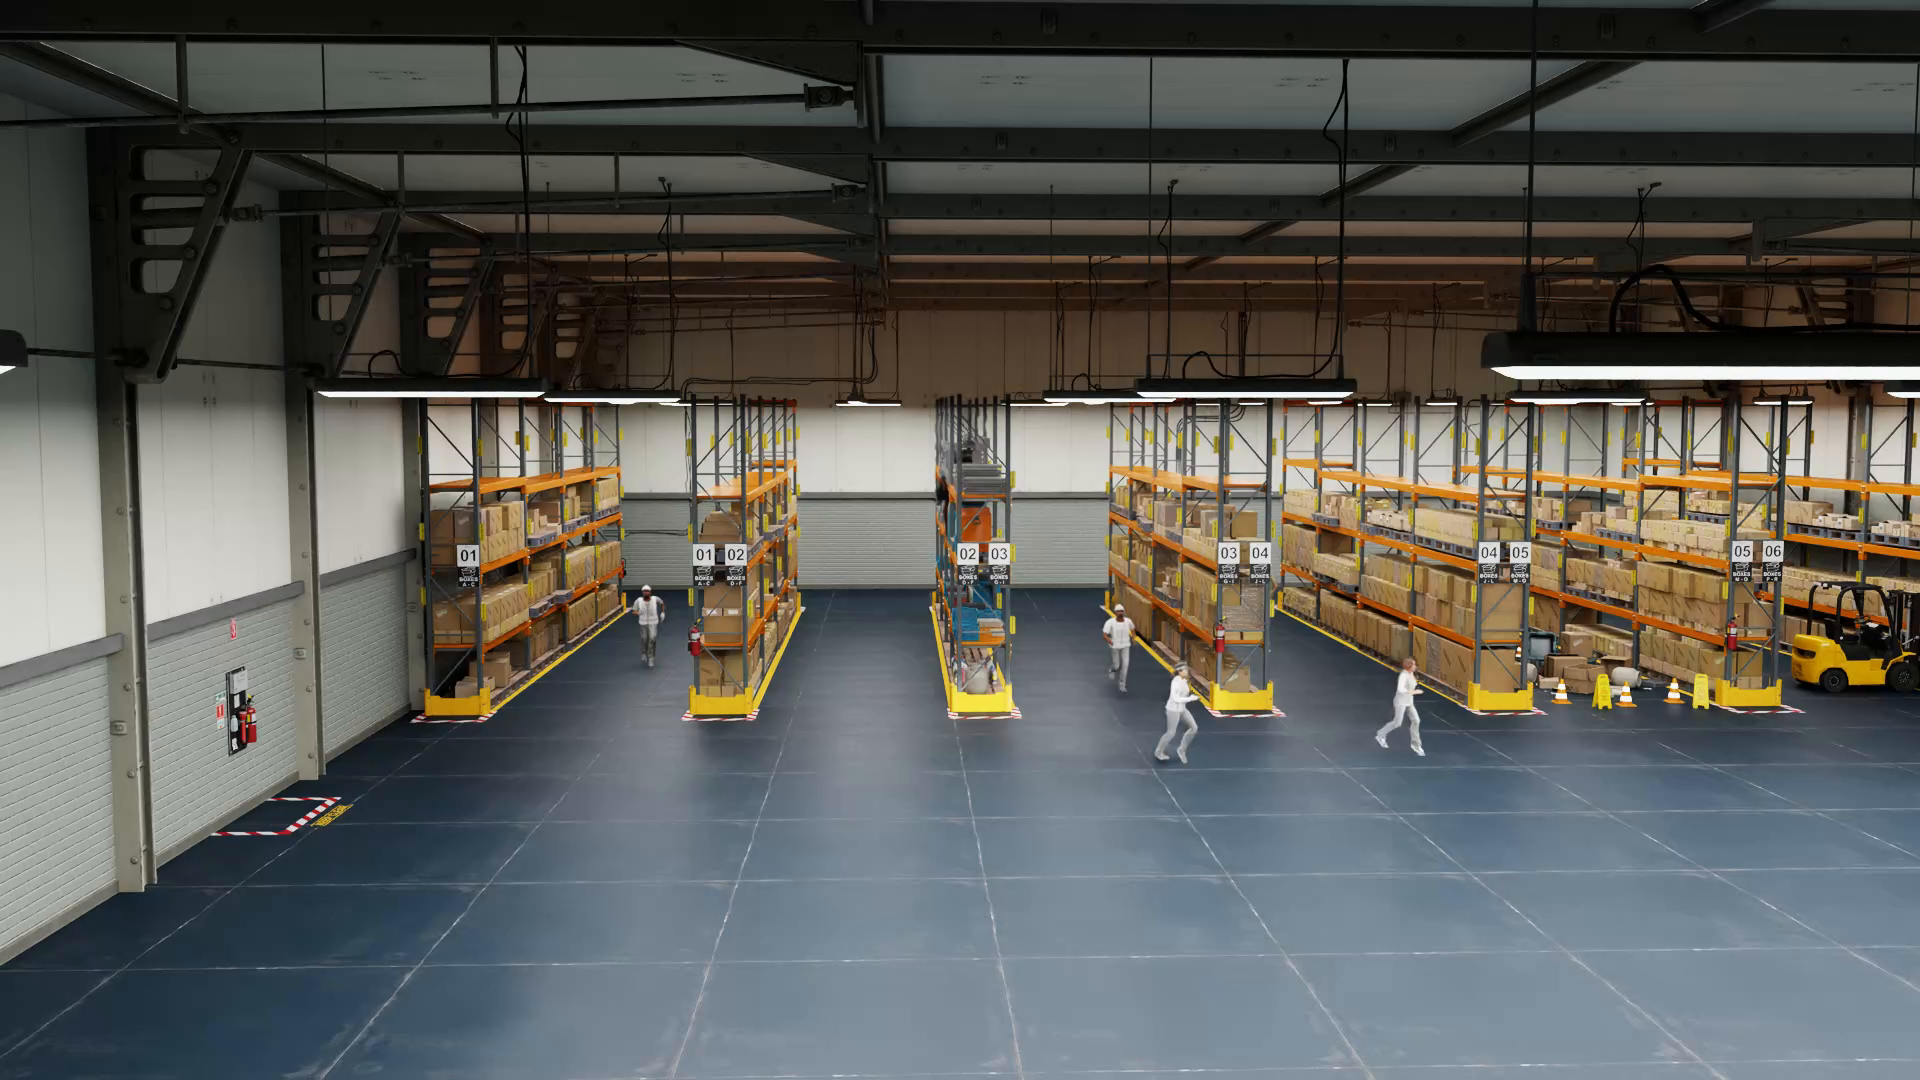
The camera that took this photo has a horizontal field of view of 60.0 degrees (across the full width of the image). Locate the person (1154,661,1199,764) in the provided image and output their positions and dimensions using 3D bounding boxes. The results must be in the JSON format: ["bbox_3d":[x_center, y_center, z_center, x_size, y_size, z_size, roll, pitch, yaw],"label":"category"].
[{"bbox_3d":[3.511,2.769,26.816,0.763,1.678,0.634,3,5,30],"label":"person"}]

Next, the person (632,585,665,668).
[{"bbox_3d":[-6.957,1.909,37.166,0.693,1.828,0.922,0,5,-6],"label":"person"}]

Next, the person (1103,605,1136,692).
[{"bbox_3d":[3.281,2.189,34.059,0.712,1.745,0.870,-1,5,-7],"label":"person"}]

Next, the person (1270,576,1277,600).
[{"bbox_3d":[8.042,1.486,43.674,0.589,1.627,0.565,0,4,0],"label":"person"}]

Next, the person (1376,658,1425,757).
[{"bbox_3d":[7.342,2.752,27.660,0.878,1.620,0.562,3,6,37],"label":"person"}]
